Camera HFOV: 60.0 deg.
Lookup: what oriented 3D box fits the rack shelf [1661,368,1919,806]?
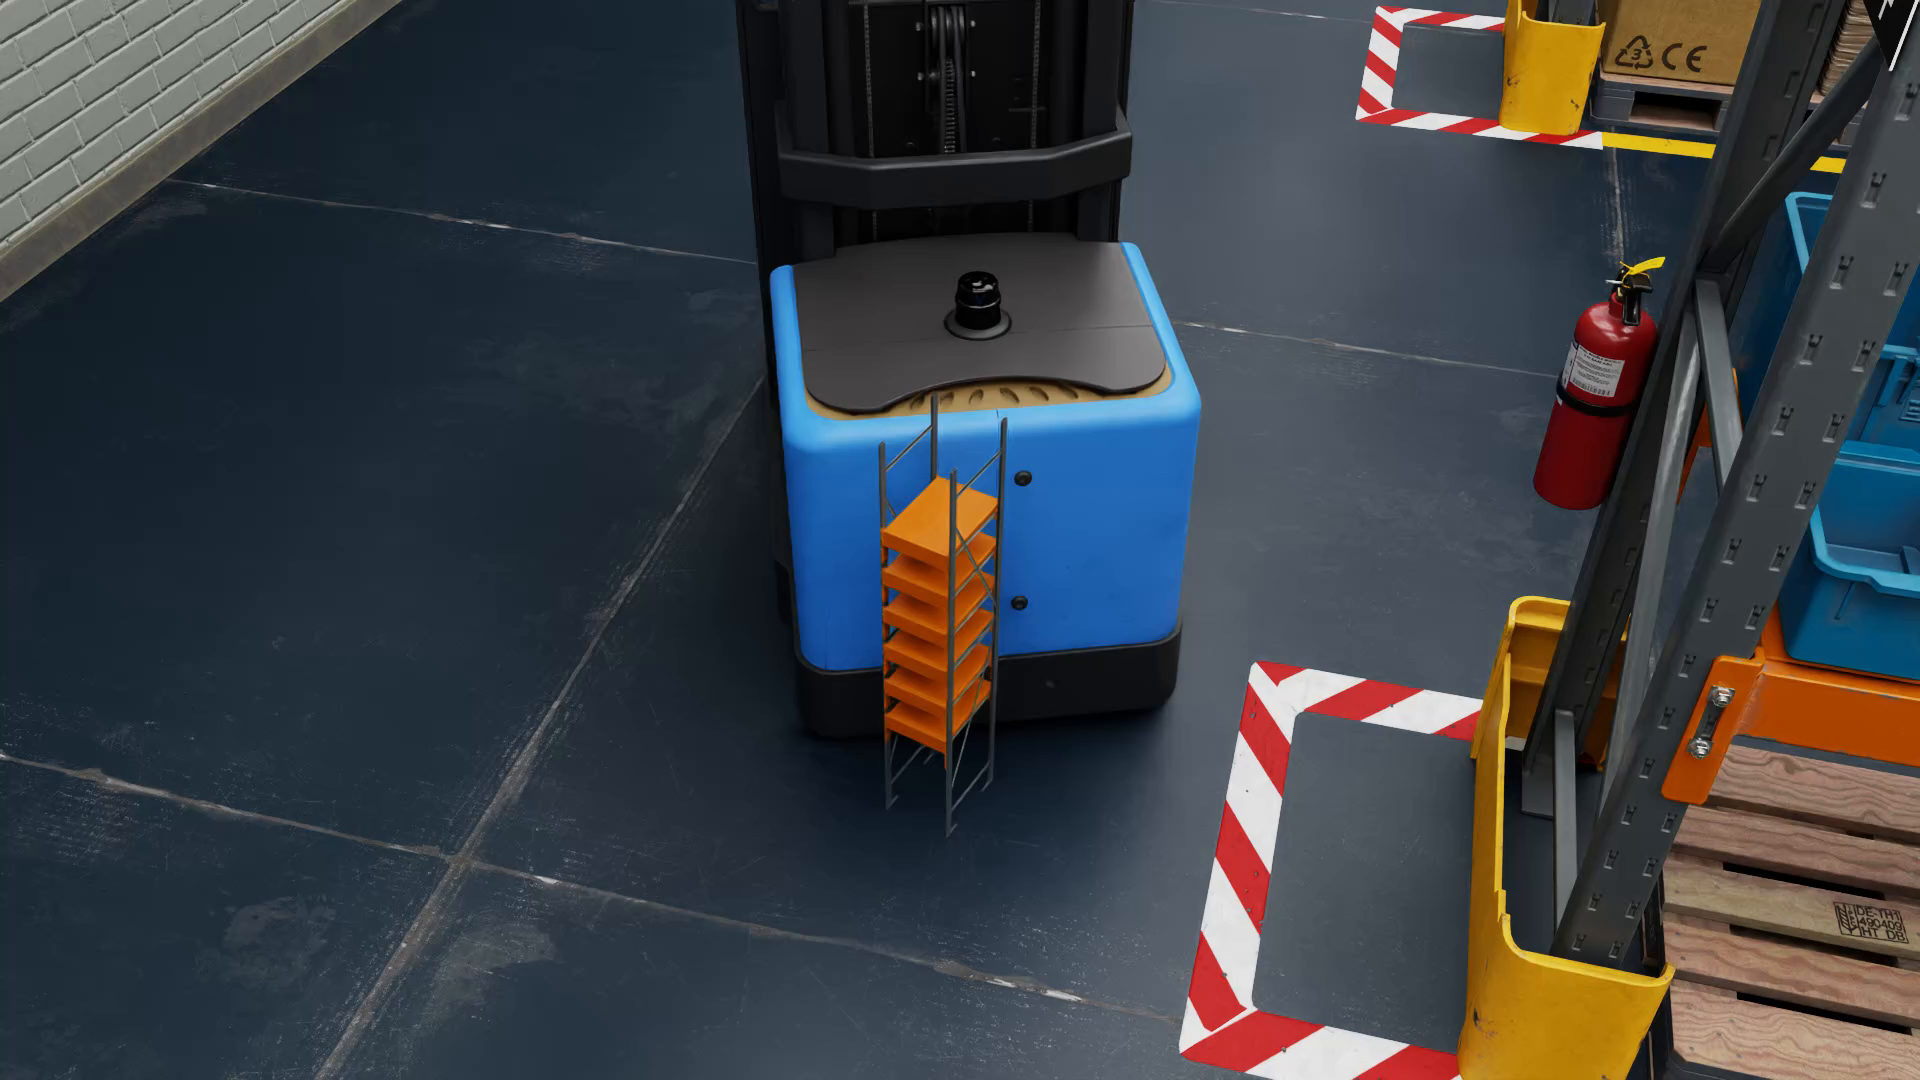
[{"bbox_3d":[3.401,0.365,3.042,4.000,0.370,1.077,10,41,11],"label":"rack shelf"}]

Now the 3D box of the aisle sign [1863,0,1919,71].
[{"bbox_3d":[1.323,-1.066,2.165,0.004,0.787,0.394,10,41,11],"label":"aisle sign"}]

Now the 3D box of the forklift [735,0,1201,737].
[{"bbox_3d":[-0.100,-1.534,4.797,1.130,2.935,3.031,-5,40,-6],"label":"forklift"}]

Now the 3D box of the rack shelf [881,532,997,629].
[{"bbox_3d":[-0.042,0.069,3.927,0.180,0.103,0.258,22,44,23],"label":"rack shelf"}]

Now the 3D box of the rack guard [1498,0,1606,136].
[{"bbox_3d":[2.726,-2.367,7.679,0.348,0.500,1.175,10,41,11],"label":"rack guard"}]

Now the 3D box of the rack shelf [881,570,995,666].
[{"bbox_3d":[-0.044,0.161,4.004,0.180,0.103,0.258,22,44,23],"label":"rack shelf"}]

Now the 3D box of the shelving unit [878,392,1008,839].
[{"bbox_3d":[-0.045,0.219,4.053,0.189,1.200,0.258,22,44,23],"label":"shelving unit"}]

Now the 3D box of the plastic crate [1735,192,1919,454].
[{"bbox_3d":[1.841,-0.340,3.248,0.499,0.435,0.616,10,41,11],"label":"plastic crate"}]

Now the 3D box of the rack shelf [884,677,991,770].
[{"bbox_3d":[-0.049,0.437,4.235,0.180,0.103,0.258,22,44,23],"label":"rack shelf"}]

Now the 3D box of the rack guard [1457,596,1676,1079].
[{"bbox_3d":[1.442,0.719,4.006,0.348,0.500,1.175,10,41,11],"label":"rack guard"}]

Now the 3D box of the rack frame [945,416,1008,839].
[{"bbox_3d":[0.034,0.250,4.017,0.006,1.200,0.240,22,44,23],"label":"rack frame"}]

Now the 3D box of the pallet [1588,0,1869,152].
[{"bbox_3d":[3.542,-2.168,7.667,1.213,0.211,1.003,10,41,11],"label":"pallet"}]

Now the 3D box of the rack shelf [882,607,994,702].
[{"bbox_3d":[-0.045,0.253,4.081,0.180,0.103,0.258,22,44,23],"label":"rack shelf"}]

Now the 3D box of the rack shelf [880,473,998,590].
[{"bbox_3d":[-0.040,-0.023,3.850,0.180,0.103,0.258,22,44,23],"label":"rack shelf"}]

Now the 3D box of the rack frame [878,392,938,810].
[{"bbox_3d":[-0.123,0.188,4.088,0.006,1.200,0.240,22,44,23],"label":"rack frame"}]

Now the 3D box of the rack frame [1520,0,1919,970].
[{"bbox_3d":[1.469,-0.243,3.207,0.127,3.000,1.000,10,41,11],"label":"rack frame"}]

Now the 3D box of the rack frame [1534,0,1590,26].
[{"bbox_3d":[2.749,-3.320,6.870,0.127,3.000,1.000,10,41,11],"label":"rack frame"}]

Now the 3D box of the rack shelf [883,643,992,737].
[{"bbox_3d":[-0.047,0.345,4.158,0.180,0.103,0.258,22,44,23],"label":"rack shelf"}]

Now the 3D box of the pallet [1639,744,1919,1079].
[{"bbox_3d":[2.256,0.986,3.911,1.213,0.211,1.003,10,41,11],"label":"pallet"}]

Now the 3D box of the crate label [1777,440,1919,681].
[{"bbox_3d":[1.622,0.044,2.949,0.303,0.233,0.416,10,41,11],"label":"crate label"}]

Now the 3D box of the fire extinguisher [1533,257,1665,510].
[{"bbox_3d":[1.441,-0.378,3.717,0.183,0.674,0.296,10,41,11],"label":"fire extinguisher"}]

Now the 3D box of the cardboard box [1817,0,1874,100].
[{"bbox_3d":[4.267,-2.459,7.171,0.875,0.875,0.875,10,41,11],"label":"cardboard box"}]

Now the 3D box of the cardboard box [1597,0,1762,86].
[{"bbox_3d":[3.388,-2.610,7.351,0.875,0.875,0.875,10,41,11],"label":"cardboard box"}]
